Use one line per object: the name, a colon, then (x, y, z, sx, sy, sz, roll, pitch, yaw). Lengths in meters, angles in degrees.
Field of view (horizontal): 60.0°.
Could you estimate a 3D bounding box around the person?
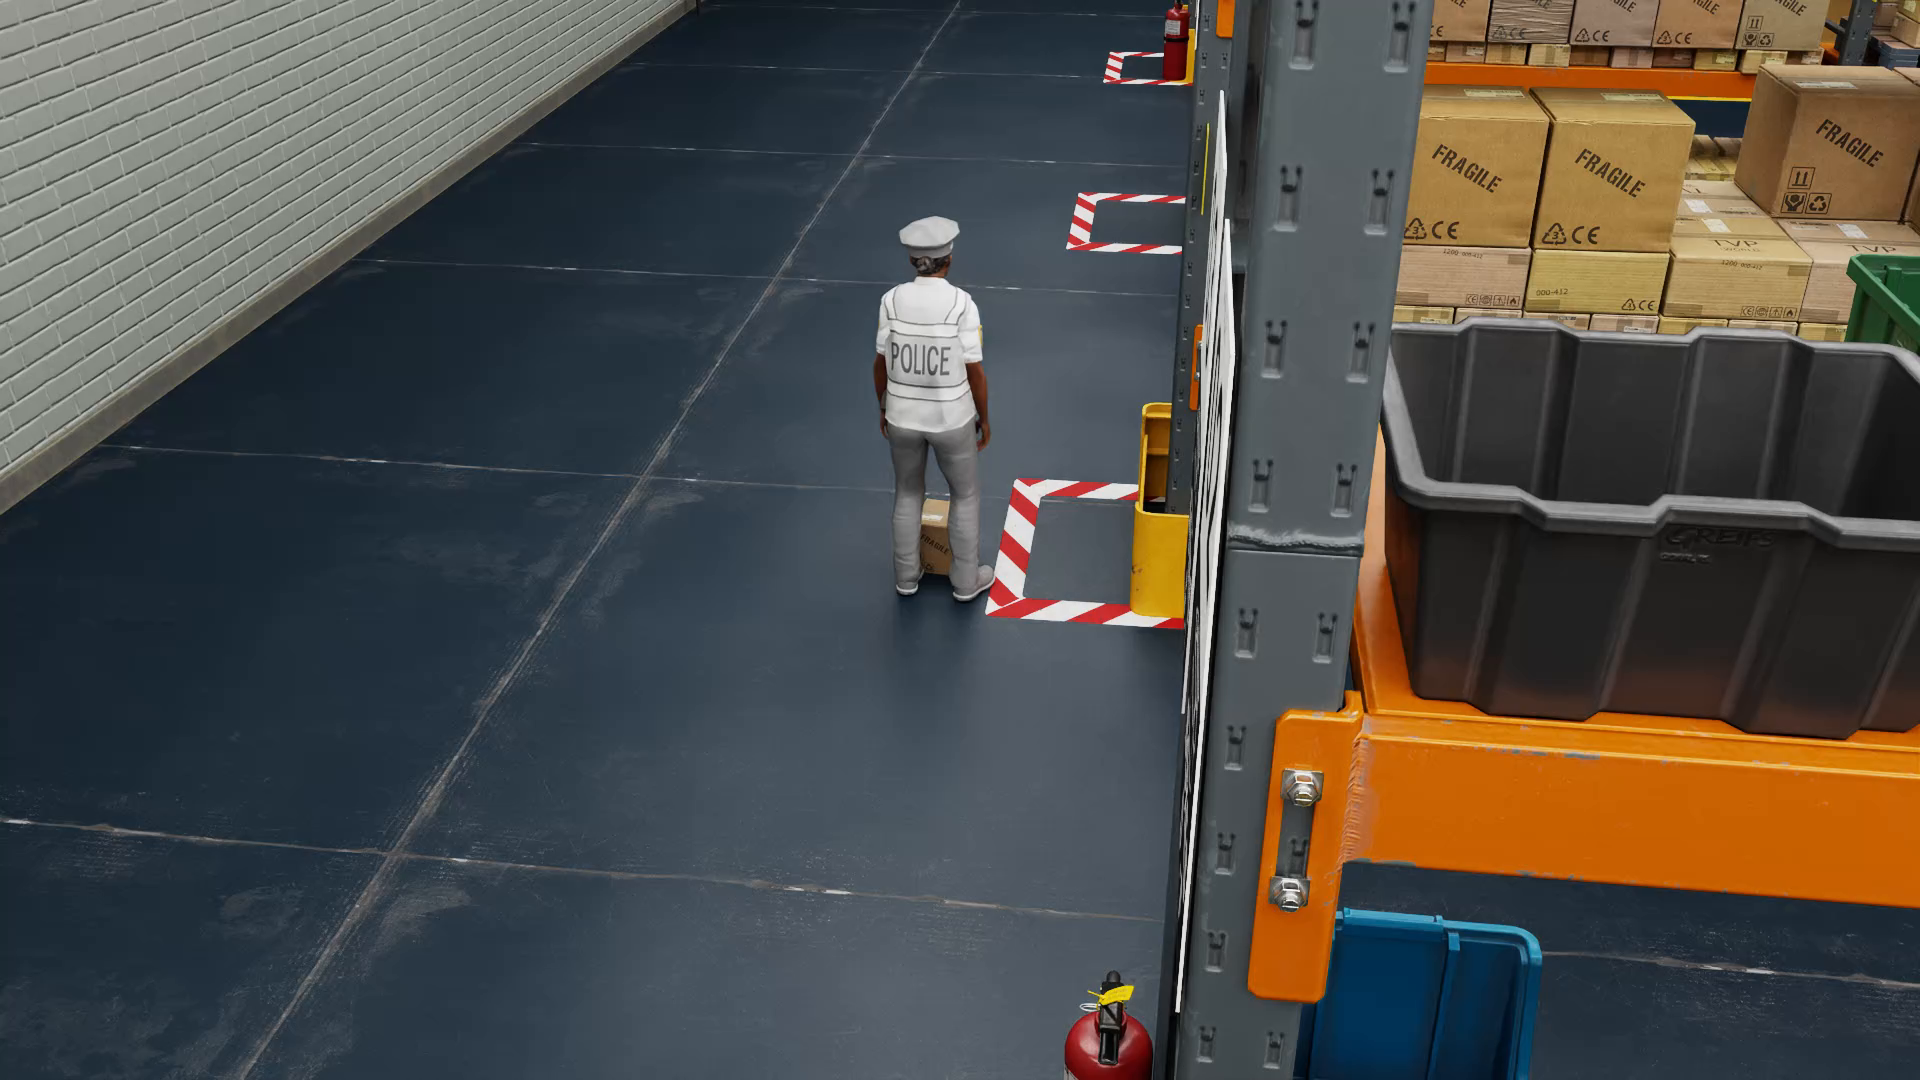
person: (-0.111, -0.518, 7.075, 0.505, 1.659, 0.392, 7, 29, 13)
